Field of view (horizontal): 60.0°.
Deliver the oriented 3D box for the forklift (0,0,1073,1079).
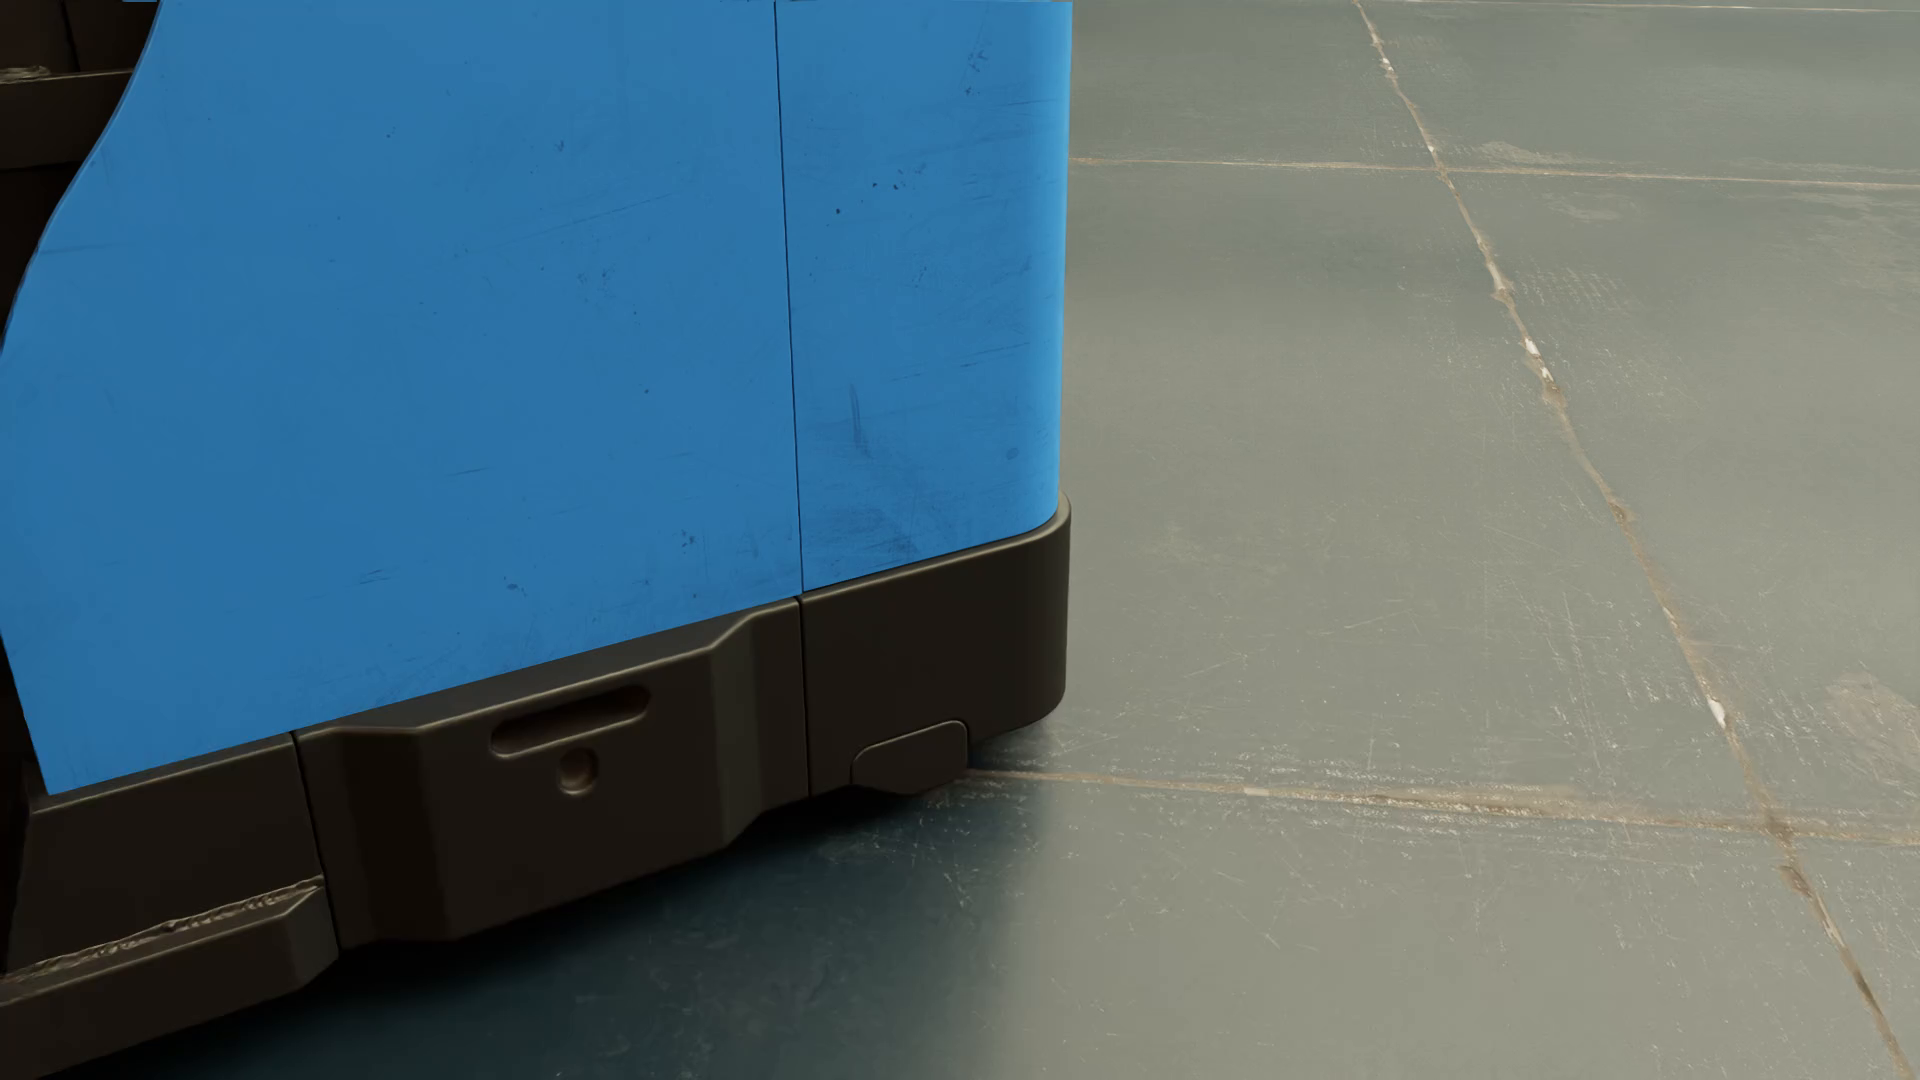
[{"bbox_3d":[-1.405,-0.913,1.047,3.031,2.935,1.130,-15,30,-27],"label":"forklift"}]
